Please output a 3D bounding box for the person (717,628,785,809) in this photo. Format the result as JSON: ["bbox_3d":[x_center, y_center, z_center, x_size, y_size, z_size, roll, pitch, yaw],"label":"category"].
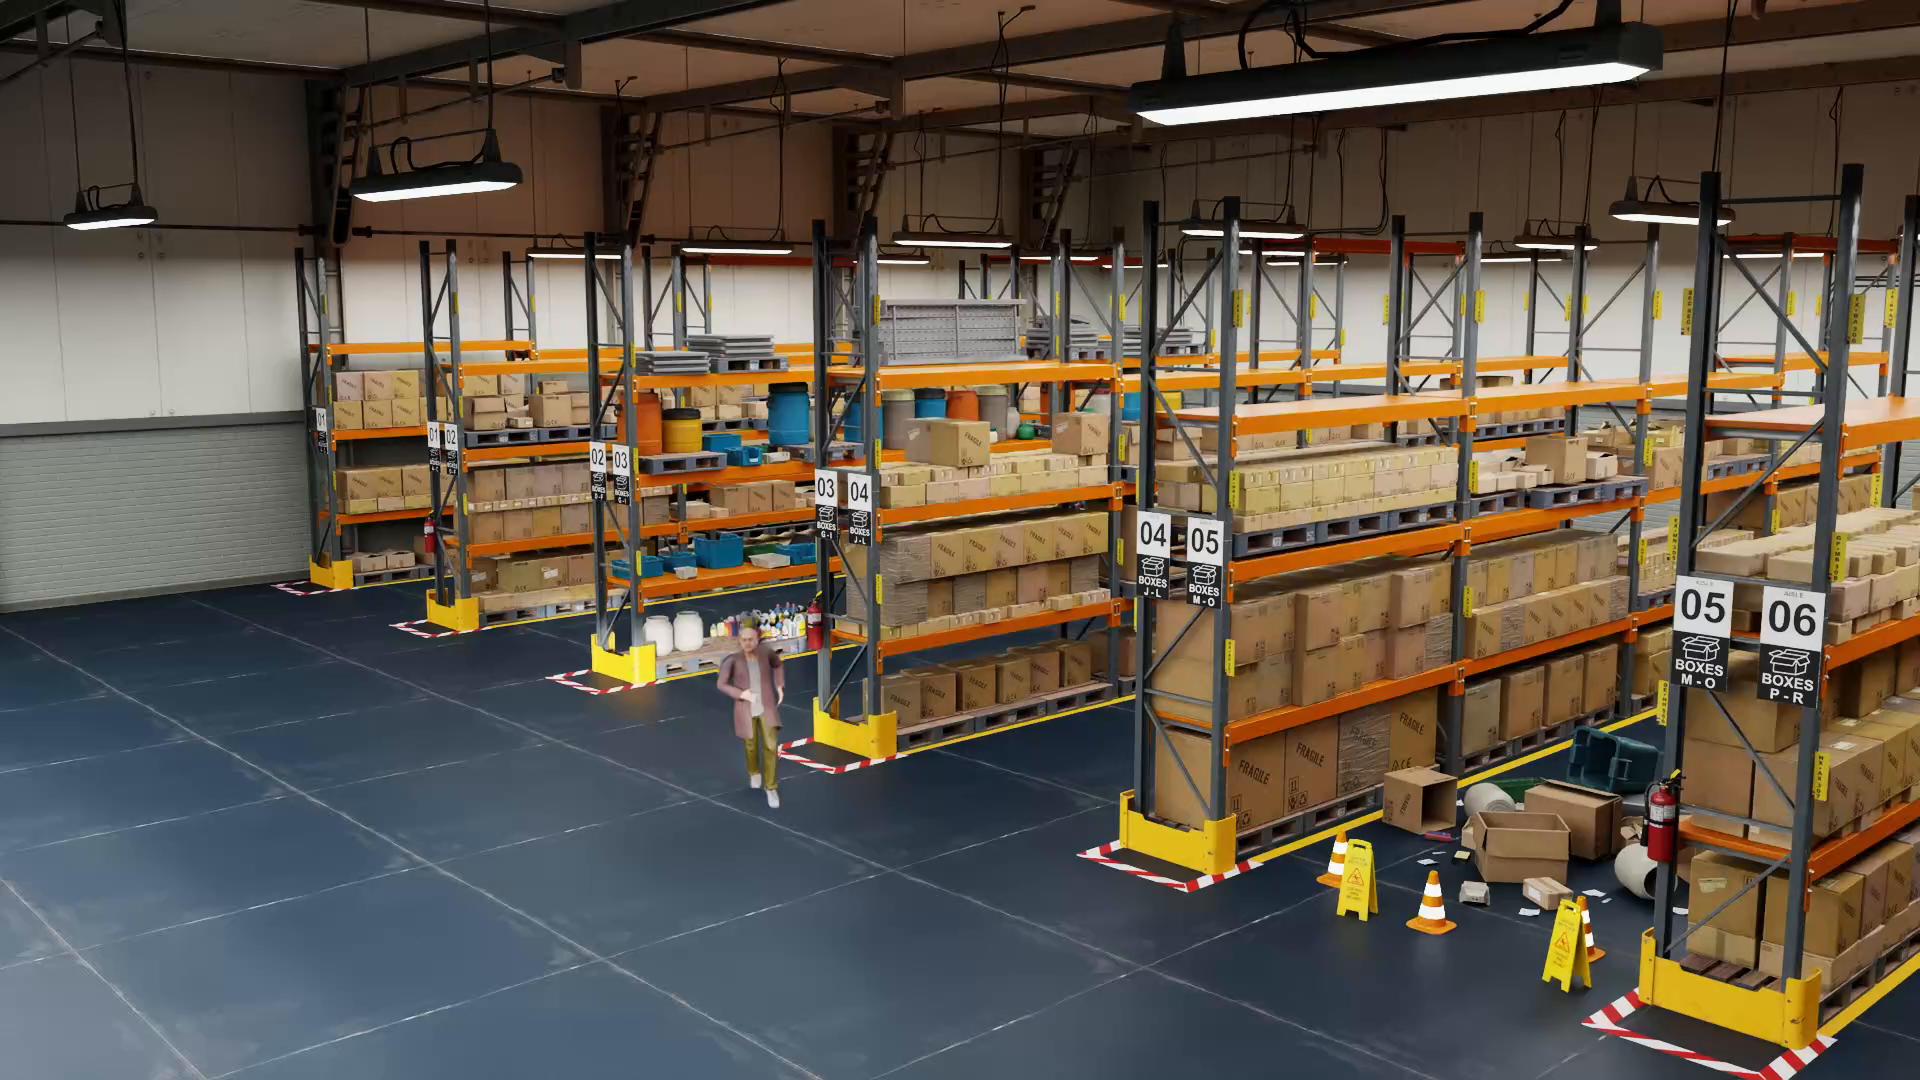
[{"bbox_3d":[-2.145,1.795,17.156,0.717,1.818,0.935,-2,9,-13],"label":"person"}]
